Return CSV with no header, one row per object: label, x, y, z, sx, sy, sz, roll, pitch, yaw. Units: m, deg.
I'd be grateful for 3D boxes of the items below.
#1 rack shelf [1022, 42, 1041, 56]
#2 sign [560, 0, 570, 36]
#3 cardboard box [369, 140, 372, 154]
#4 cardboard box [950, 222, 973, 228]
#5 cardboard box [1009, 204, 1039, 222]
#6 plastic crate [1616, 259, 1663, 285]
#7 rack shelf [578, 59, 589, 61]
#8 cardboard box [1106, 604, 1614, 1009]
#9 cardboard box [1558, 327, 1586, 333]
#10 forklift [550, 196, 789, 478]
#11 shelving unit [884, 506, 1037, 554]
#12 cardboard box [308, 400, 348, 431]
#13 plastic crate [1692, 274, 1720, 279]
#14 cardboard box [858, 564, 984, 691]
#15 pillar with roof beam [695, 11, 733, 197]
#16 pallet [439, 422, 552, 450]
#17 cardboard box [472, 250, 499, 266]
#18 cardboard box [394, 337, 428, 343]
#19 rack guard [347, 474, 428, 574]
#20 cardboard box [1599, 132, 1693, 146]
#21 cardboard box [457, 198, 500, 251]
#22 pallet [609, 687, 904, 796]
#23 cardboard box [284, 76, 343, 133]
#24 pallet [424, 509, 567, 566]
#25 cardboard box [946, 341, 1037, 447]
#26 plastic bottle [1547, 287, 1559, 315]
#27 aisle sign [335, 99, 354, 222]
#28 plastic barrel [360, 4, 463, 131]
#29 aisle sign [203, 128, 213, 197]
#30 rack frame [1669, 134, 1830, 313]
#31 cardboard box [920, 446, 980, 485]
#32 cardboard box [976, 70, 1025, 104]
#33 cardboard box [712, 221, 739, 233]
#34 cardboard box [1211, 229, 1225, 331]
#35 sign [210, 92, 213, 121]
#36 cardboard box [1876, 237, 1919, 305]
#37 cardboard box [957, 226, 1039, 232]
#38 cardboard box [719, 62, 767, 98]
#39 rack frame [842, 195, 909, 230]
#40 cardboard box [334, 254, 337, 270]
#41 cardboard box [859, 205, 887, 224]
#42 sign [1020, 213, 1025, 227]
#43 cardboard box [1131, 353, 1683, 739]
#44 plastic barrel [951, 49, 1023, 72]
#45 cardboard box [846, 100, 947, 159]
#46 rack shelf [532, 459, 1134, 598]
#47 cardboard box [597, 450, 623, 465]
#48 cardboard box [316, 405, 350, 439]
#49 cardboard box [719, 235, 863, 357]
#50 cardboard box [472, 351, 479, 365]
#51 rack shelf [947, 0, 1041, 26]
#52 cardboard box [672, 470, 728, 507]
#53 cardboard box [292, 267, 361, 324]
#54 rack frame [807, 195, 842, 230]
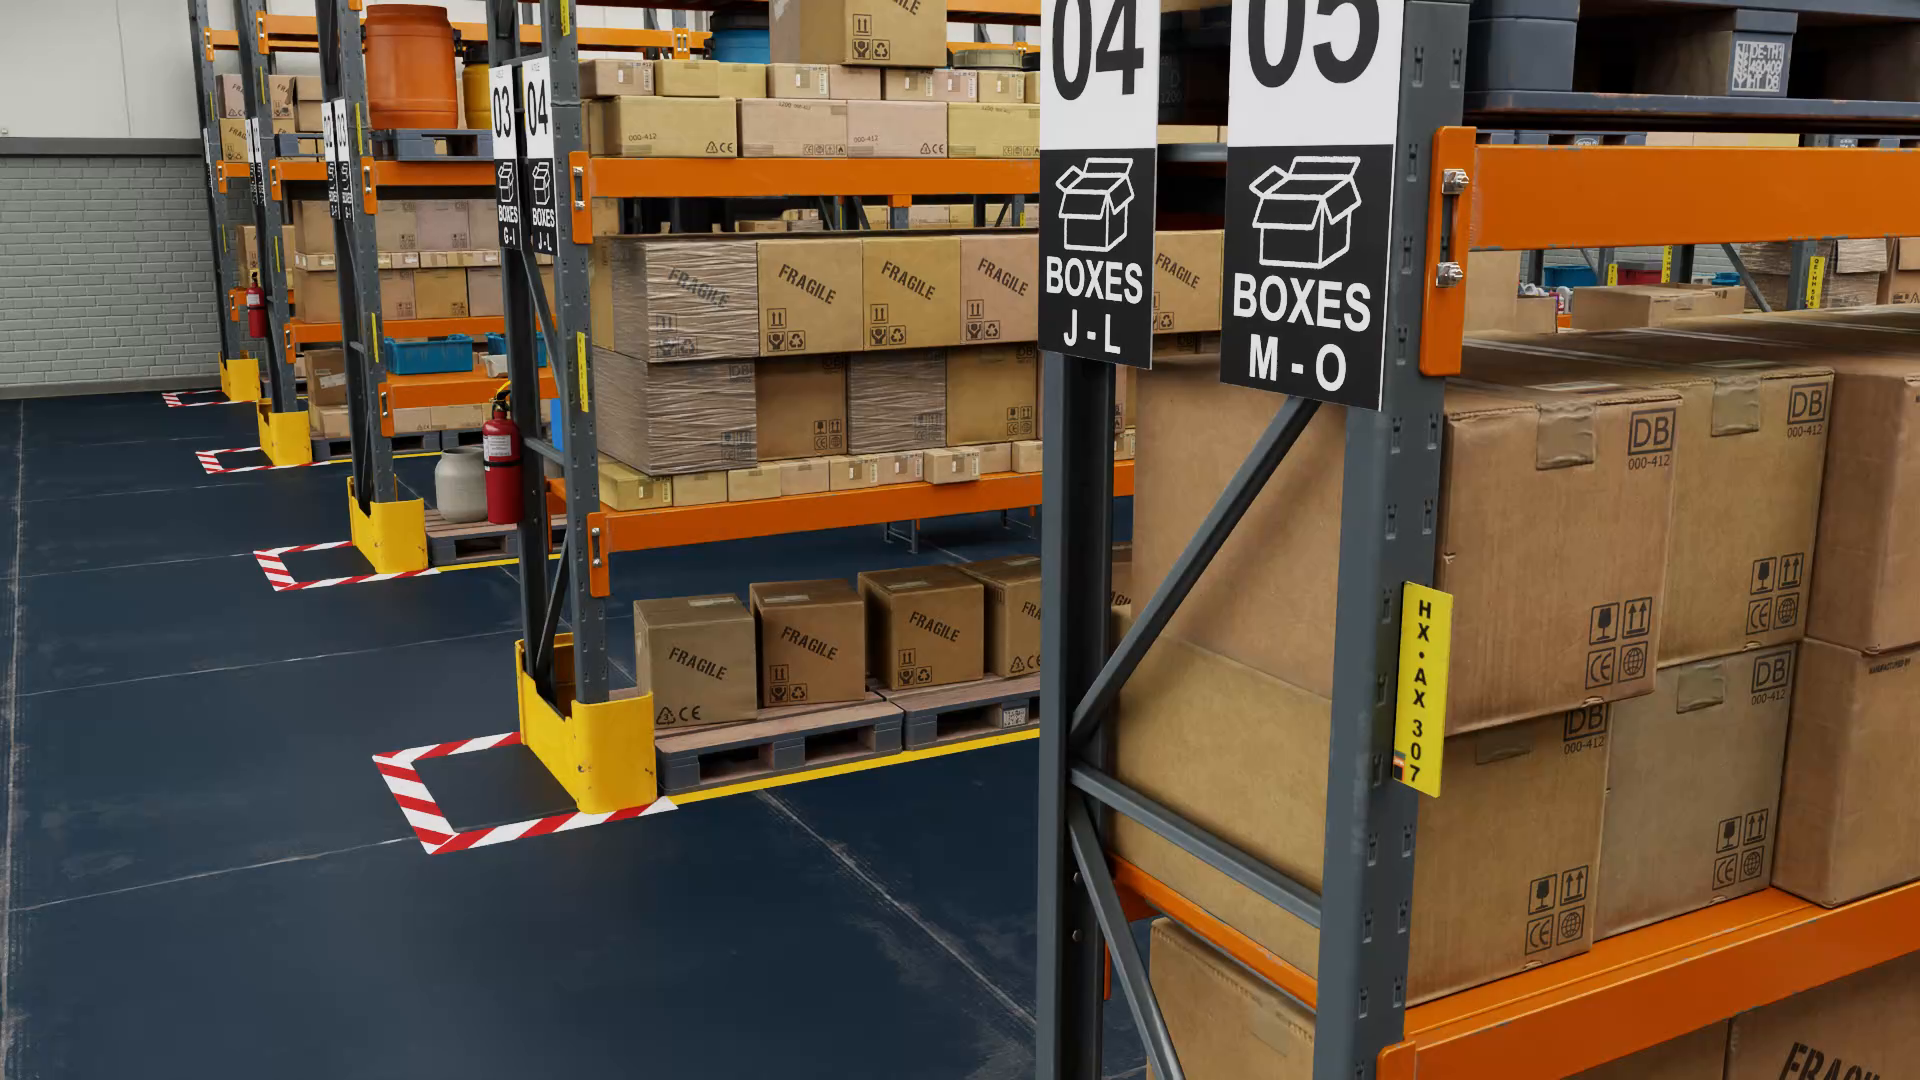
rack shelf,2.205,-5.723,20.091,4.000,0.370,1.077,-7,14,-28
sign,-1.569,-2.166,6.577,0.005,0.325,0.100,-7,14,-28
cardboard box,-7.133,-4.918,20.527,0.500,0.500,0.500,-6,14,-24
cardboard box,-0.024,-4.453,24.612,0.500,0.500,0.500,-6,14,-26
cardboard box,0.843,-4.926,25.005,0.500,0.250,0.500,-6,14,-27
plastic crate,7.235,-2.703,17.507,0.583,0.464,0.402,-7,14,-28
rack shelf,-3.682,-6.256,22.461,4.000,0.370,1.077,-7,14,-28
cardboard box,0.763,0.465,3.368,0.550,0.550,0.875,-7,14,-28
cardboard box,3.612,-1.222,10.591,0.500,0.250,0.500,-7,15,-29
forklift,-2.216,-2.043,15.013,1.130,2.935,3.031,11,17,40
shelving unit,0.006,-0.549,12.489,1.048,1.125,0.538,-7,14,-28
cardboard box,-6.243,-1.267,16.711,0.500,0.250,0.500,-7,14,-28
plastic crate,8.312,-2.865,18.751,0.300,0.233,0.416,-7,14,-28
cardboard box,-0.206,0.440,8.558,0.500,0.500,0.500,-5,14,-23
pillar with roof beam,-1.420,-6.213,19.720,0.400,9.000,9.100,-7,14,-28
pallet,-4.851,-1.145,17.218,1.213,0.211,1.003,-7,14,-28
cardboard box,-4.775,-2.816,16.587,0.250,0.149,0.380,-7,14,-27
cardboard box,-7.130,-2.422,21.231,0.500,0.500,0.700,-8,15,-31
rack guard,-4.158,-0.132,12.059,0.348,0.500,1.175,-7,14,-28
cardboard box,4.022,-2.408,9.986,0.500,0.250,0.500,-6,14,-26
cardboard box,-4.769,-3.186,16.752,0.500,0.500,0.700,-7,14,-28
pallet,-1.032,0.893,8.158,1.213,0.211,1.003,-7,14,-28
cardboard box,-6.066,-4.136,15.815,0.637,0.503,0.797,-6,14,-24
pallet,-3.442,-0.076,12.466,1.213,0.211,1.003,-7,14,-28
cardboard box,-0.047,-0.797,8.414,0.500,0.500,0.875,-7,14,-28
plastic bottle,5.959,-2.403,16.723,0.133,0.283,0.061,-7,14,-28
aisle sign,-4.125,-2.539,11.139,0.004,0.787,0.394,-7,14,-28
plastic barrel,-3.836,-3.288,11.622,0.708,0.830,0.600,-7,14,-28
aisle sign,-8.868,-4.447,19.616,0.004,0.787,0.394,-7,14,-28
rack frame,5.193,-1.222,11.207,0.127,3.000,1.000,-7,14,-28
cardboard box,-0.101,-0.381,8.042,0.250,0.149,0.380,-7,14,-28
cardboard box,0.102,-2.145,7.910,0.250,0.149,0.380,-7,15,-30
cardboard box,-3.418,-4.162,23.043,0.500,0.500,0.700,-7,14,-28
cardboard box,1.419,-1.382,8.738,0.500,0.500,0.500,-7,14,-28
sign,-8.689,-5.029,19.302,0.005,0.325,0.100,-7,14,-28
cardboard box,6.416,-1.902,11.716,0.637,0.503,0.797,-6,14,-27
cardboard box,0.288,-1.379,8.723,0.500,0.500,0.500,-7,14,-28
cardboard box,-1.040,-2.008,7.303,0.250,0.149,0.380,-7,15,-29
rack frame,-0.691,-1.756,13.578,0.127,3.000,1.000,-7,14,-28
cardboard box,-5.894,-2.683,15.994,0.250,0.149,0.380,-7,15,-29
cardboard box,-1.380,-4.656,23.808,0.500,0.250,0.500,-6,14,-27
sign,0.719,-3.590,19.091,0.005,0.325,0.100,-7,14,-28
cardboard box,0.803,-0.045,3.178,0.550,0.550,0.875,-7,14,-28
plastic barrel,0.226,-3.628,13.923,0.600,0.901,0.600,0,13,0
cardboard box,-0.396,-1.878,7.633,0.500,0.250,0.500,-7,14,-28
rack shelf,-0.073,-0.240,8.481,4.000,0.370,1.077,-7,14,-28
cardboard box,-1.677,-0.328,7.805,0.250,0.149,0.380,-7,14,-28
cardboard box,-5.995,-1.167,16.268,0.500,0.250,0.500,-7,14,-28
cardboard box,-0.773,-1.119,7.565,0.500,0.500,0.500,-7,14,-28
cardboard box,-5.124,-1.641,16.666,0.500,0.500,0.500,-7,14,-28
rack shelf,1.065,-4.347,13.977,4.000,0.370,1.077,-7,14,-28
cardboard box,-1.236,-0.264,7.524,0.250,0.149,0.380,-7,14,-28
cardboard box,-6.156,-2.385,16.148,0.500,0.500,0.700,-7,14,-28
rack frame,-1.927,-4.086,23.932,0.127,3.000,1.000,-7,14,-28
